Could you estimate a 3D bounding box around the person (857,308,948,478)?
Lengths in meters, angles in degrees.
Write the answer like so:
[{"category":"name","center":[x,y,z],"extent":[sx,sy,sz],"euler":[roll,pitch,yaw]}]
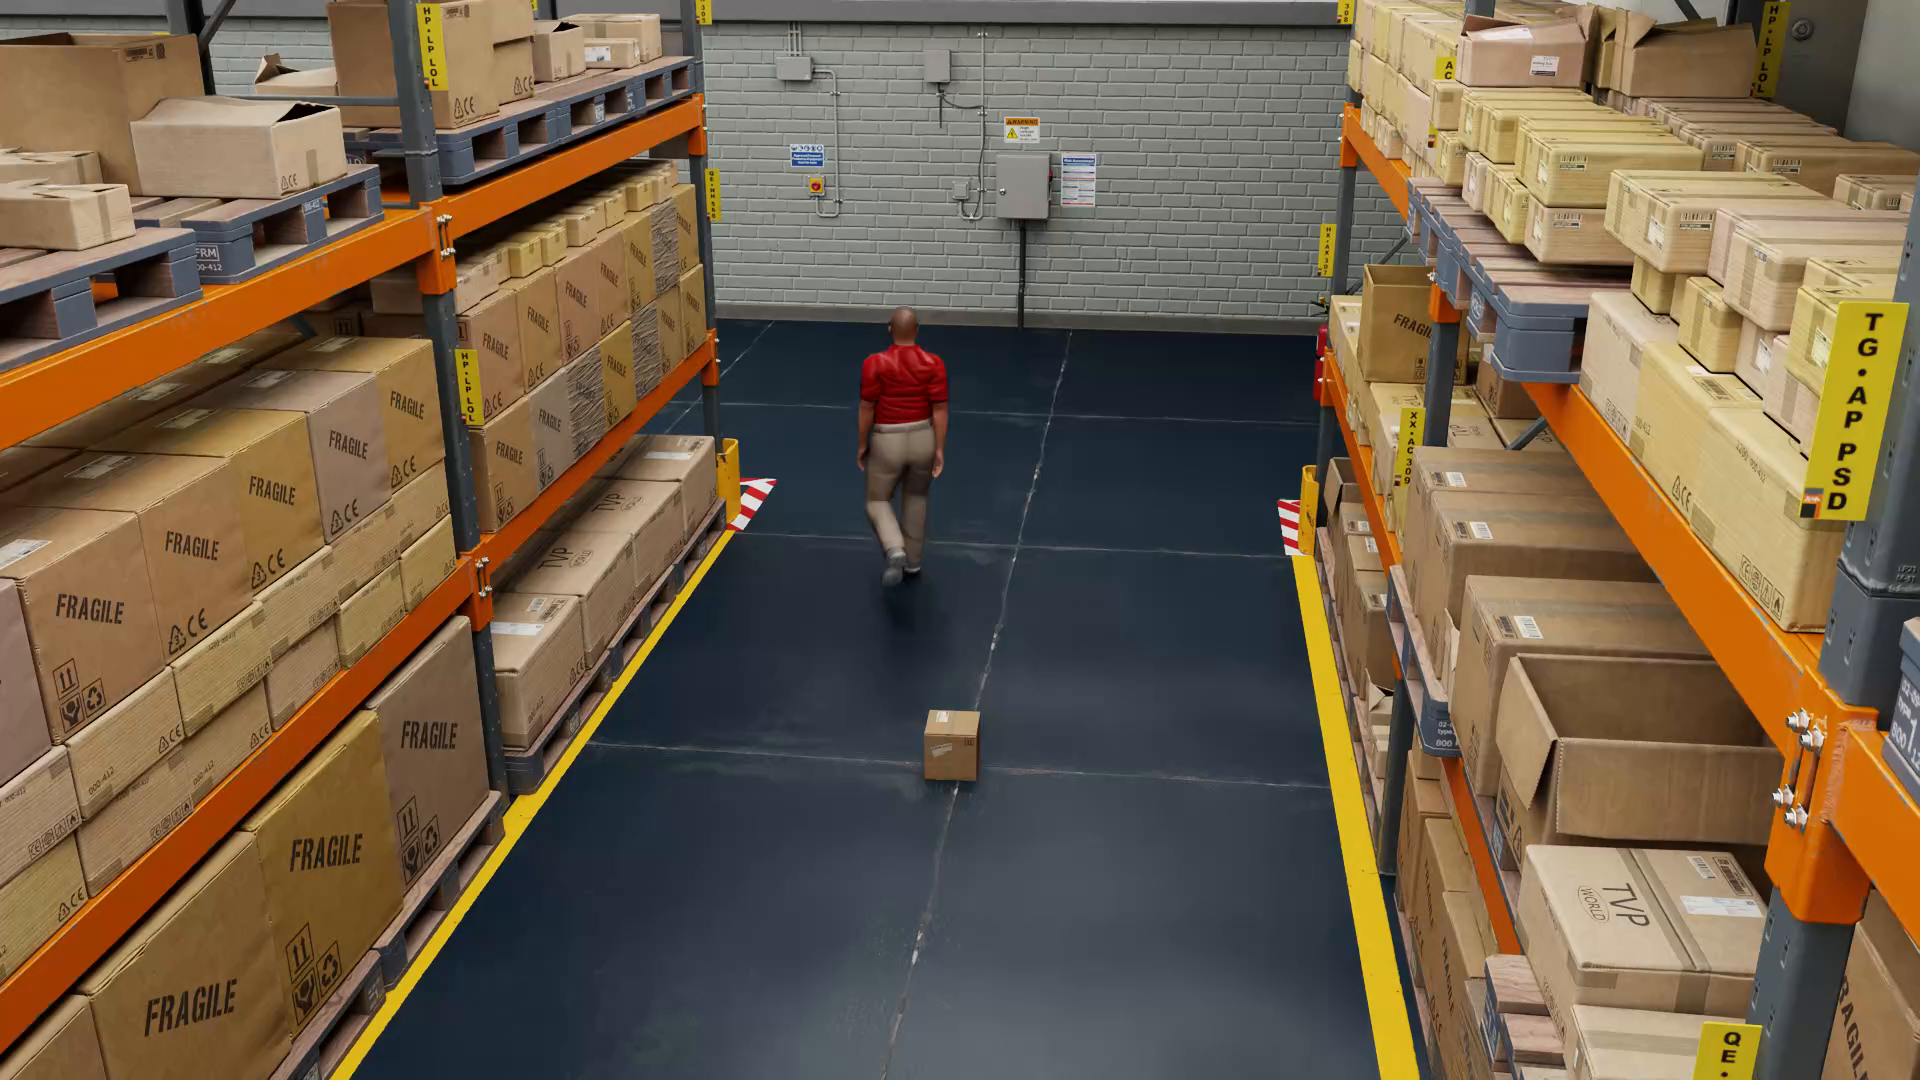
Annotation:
[{"category":"person","center":[-0.355,-0.879,9.930],"extent":[0.538,1.047,0.334],"euler":[-5,22,-13]}]
